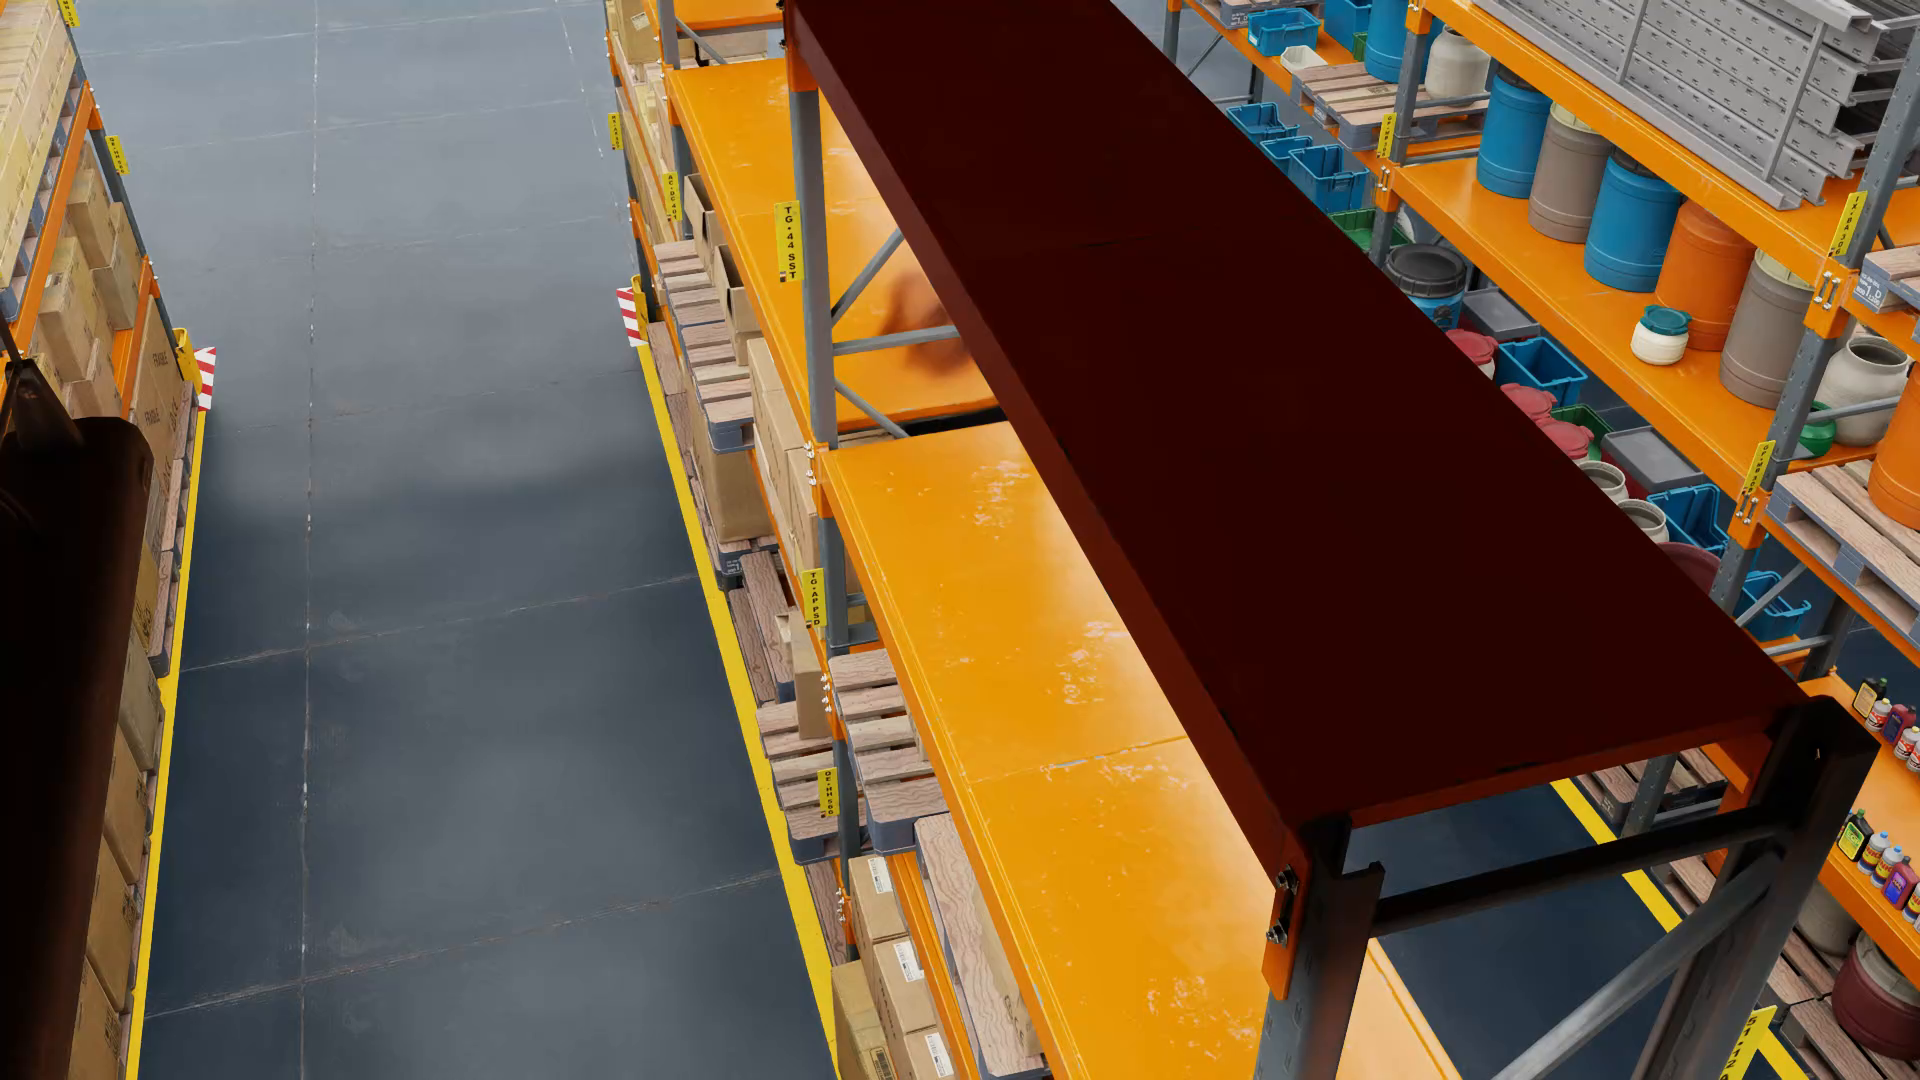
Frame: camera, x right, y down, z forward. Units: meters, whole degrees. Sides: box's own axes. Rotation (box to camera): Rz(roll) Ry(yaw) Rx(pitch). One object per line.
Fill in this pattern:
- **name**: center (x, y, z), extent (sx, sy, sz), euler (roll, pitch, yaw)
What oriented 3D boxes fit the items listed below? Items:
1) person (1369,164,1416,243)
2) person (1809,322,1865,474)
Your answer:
- **person**: center (4.136, -3.405, 15.769), extent (0.636, 1.717, 0.817), euler (-14, 41, -17)
- **person**: center (6.385, -0.837, 12.457), extent (0.729, 1.764, 0.930), euler (-12, 40, -14)
